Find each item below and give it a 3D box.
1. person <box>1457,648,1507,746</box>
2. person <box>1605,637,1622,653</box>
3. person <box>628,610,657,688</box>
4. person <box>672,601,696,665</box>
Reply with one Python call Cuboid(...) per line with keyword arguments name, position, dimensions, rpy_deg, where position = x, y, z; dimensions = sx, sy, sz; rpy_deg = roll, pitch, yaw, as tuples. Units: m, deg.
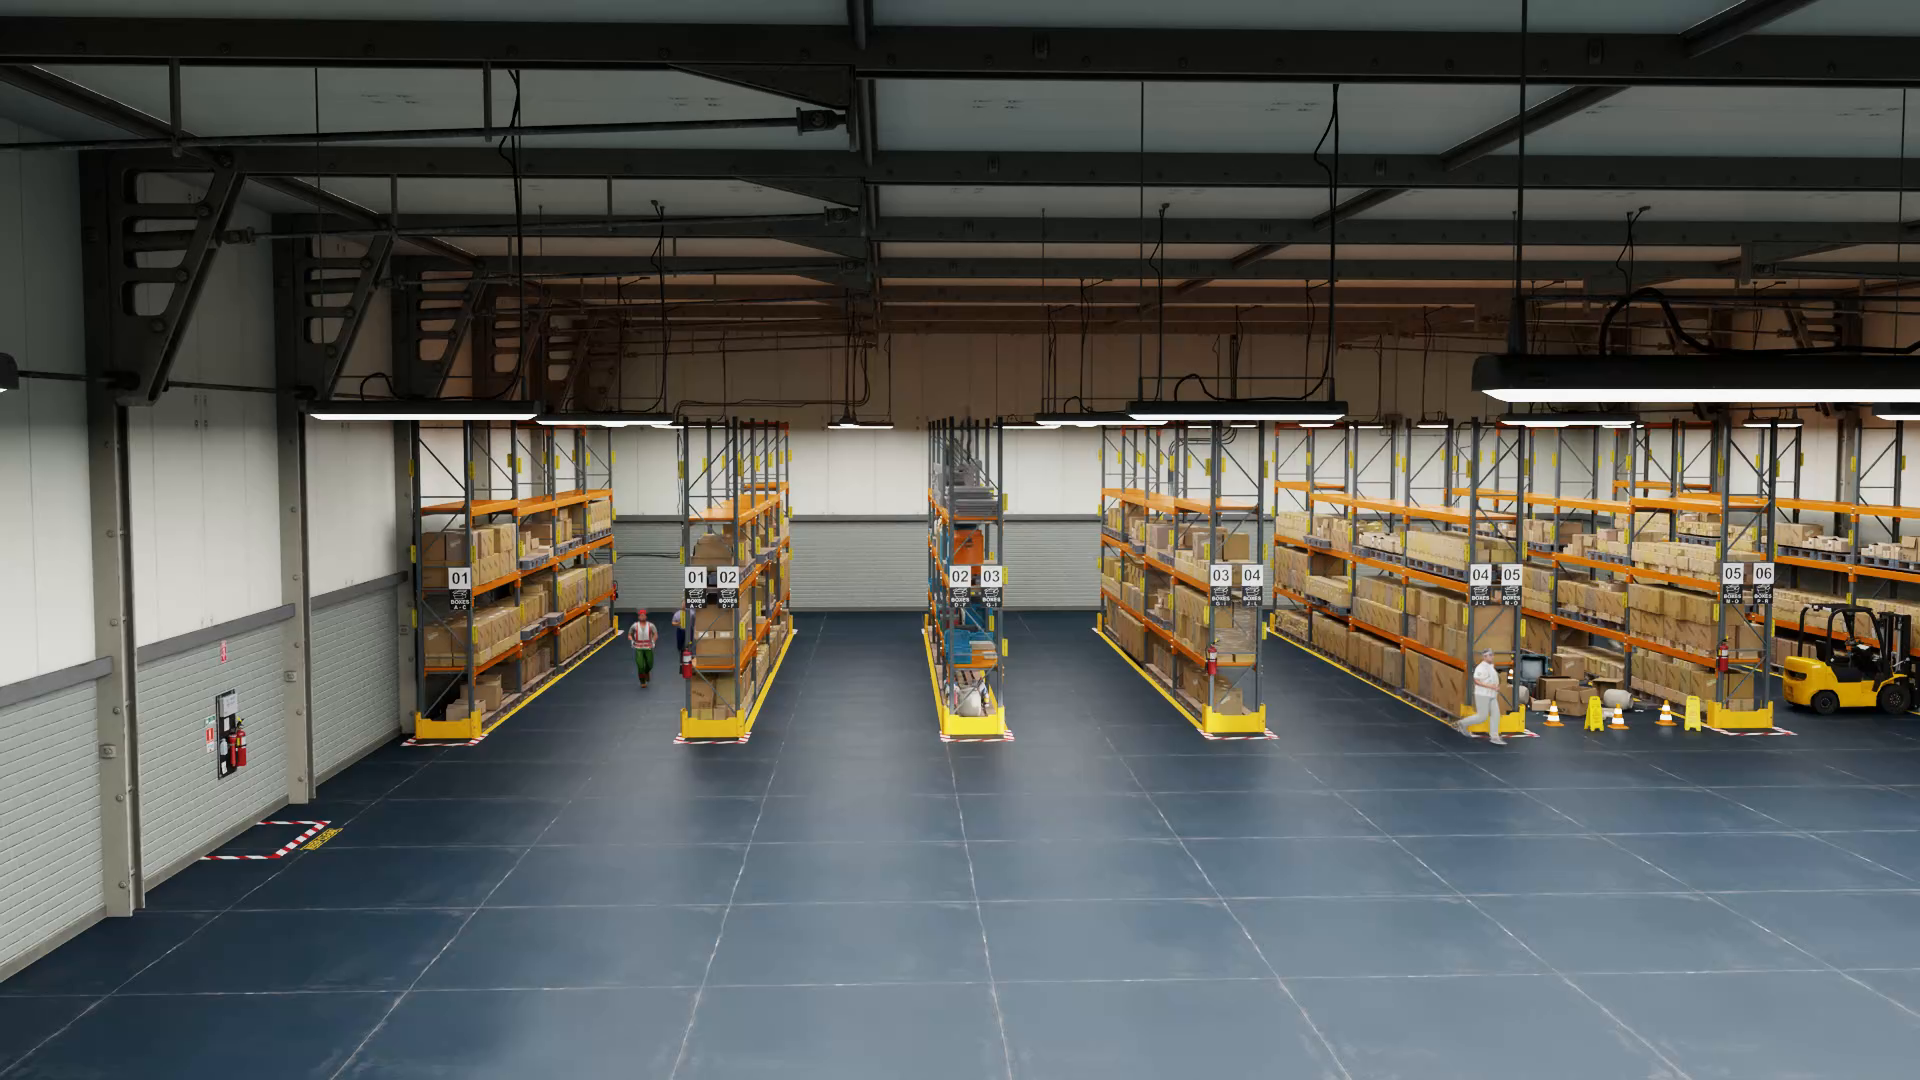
Cuboid(name="person", position=(9.657, 2.856, 30.529), dimensions=(0.884, 1.782, 0.667), rpy_deg=(3, 5, 42))
Cuboid(name="person", position=(16.420, 2.131, 41.663), dimensions=(0.720, 1.746, 0.910), rpy_deg=(0, 4, -5))
Cuboid(name="person", position=(-7.092, 2.426, 37.202), dimensions=(0.653, 1.737, 0.621), rpy_deg=(-1, 4, -15))
Cuboid(name="person", position=(-6.620, 2.275, 40.005), dimensions=(0.607, 1.632, 0.941), rpy_deg=(0, 4, -2))
